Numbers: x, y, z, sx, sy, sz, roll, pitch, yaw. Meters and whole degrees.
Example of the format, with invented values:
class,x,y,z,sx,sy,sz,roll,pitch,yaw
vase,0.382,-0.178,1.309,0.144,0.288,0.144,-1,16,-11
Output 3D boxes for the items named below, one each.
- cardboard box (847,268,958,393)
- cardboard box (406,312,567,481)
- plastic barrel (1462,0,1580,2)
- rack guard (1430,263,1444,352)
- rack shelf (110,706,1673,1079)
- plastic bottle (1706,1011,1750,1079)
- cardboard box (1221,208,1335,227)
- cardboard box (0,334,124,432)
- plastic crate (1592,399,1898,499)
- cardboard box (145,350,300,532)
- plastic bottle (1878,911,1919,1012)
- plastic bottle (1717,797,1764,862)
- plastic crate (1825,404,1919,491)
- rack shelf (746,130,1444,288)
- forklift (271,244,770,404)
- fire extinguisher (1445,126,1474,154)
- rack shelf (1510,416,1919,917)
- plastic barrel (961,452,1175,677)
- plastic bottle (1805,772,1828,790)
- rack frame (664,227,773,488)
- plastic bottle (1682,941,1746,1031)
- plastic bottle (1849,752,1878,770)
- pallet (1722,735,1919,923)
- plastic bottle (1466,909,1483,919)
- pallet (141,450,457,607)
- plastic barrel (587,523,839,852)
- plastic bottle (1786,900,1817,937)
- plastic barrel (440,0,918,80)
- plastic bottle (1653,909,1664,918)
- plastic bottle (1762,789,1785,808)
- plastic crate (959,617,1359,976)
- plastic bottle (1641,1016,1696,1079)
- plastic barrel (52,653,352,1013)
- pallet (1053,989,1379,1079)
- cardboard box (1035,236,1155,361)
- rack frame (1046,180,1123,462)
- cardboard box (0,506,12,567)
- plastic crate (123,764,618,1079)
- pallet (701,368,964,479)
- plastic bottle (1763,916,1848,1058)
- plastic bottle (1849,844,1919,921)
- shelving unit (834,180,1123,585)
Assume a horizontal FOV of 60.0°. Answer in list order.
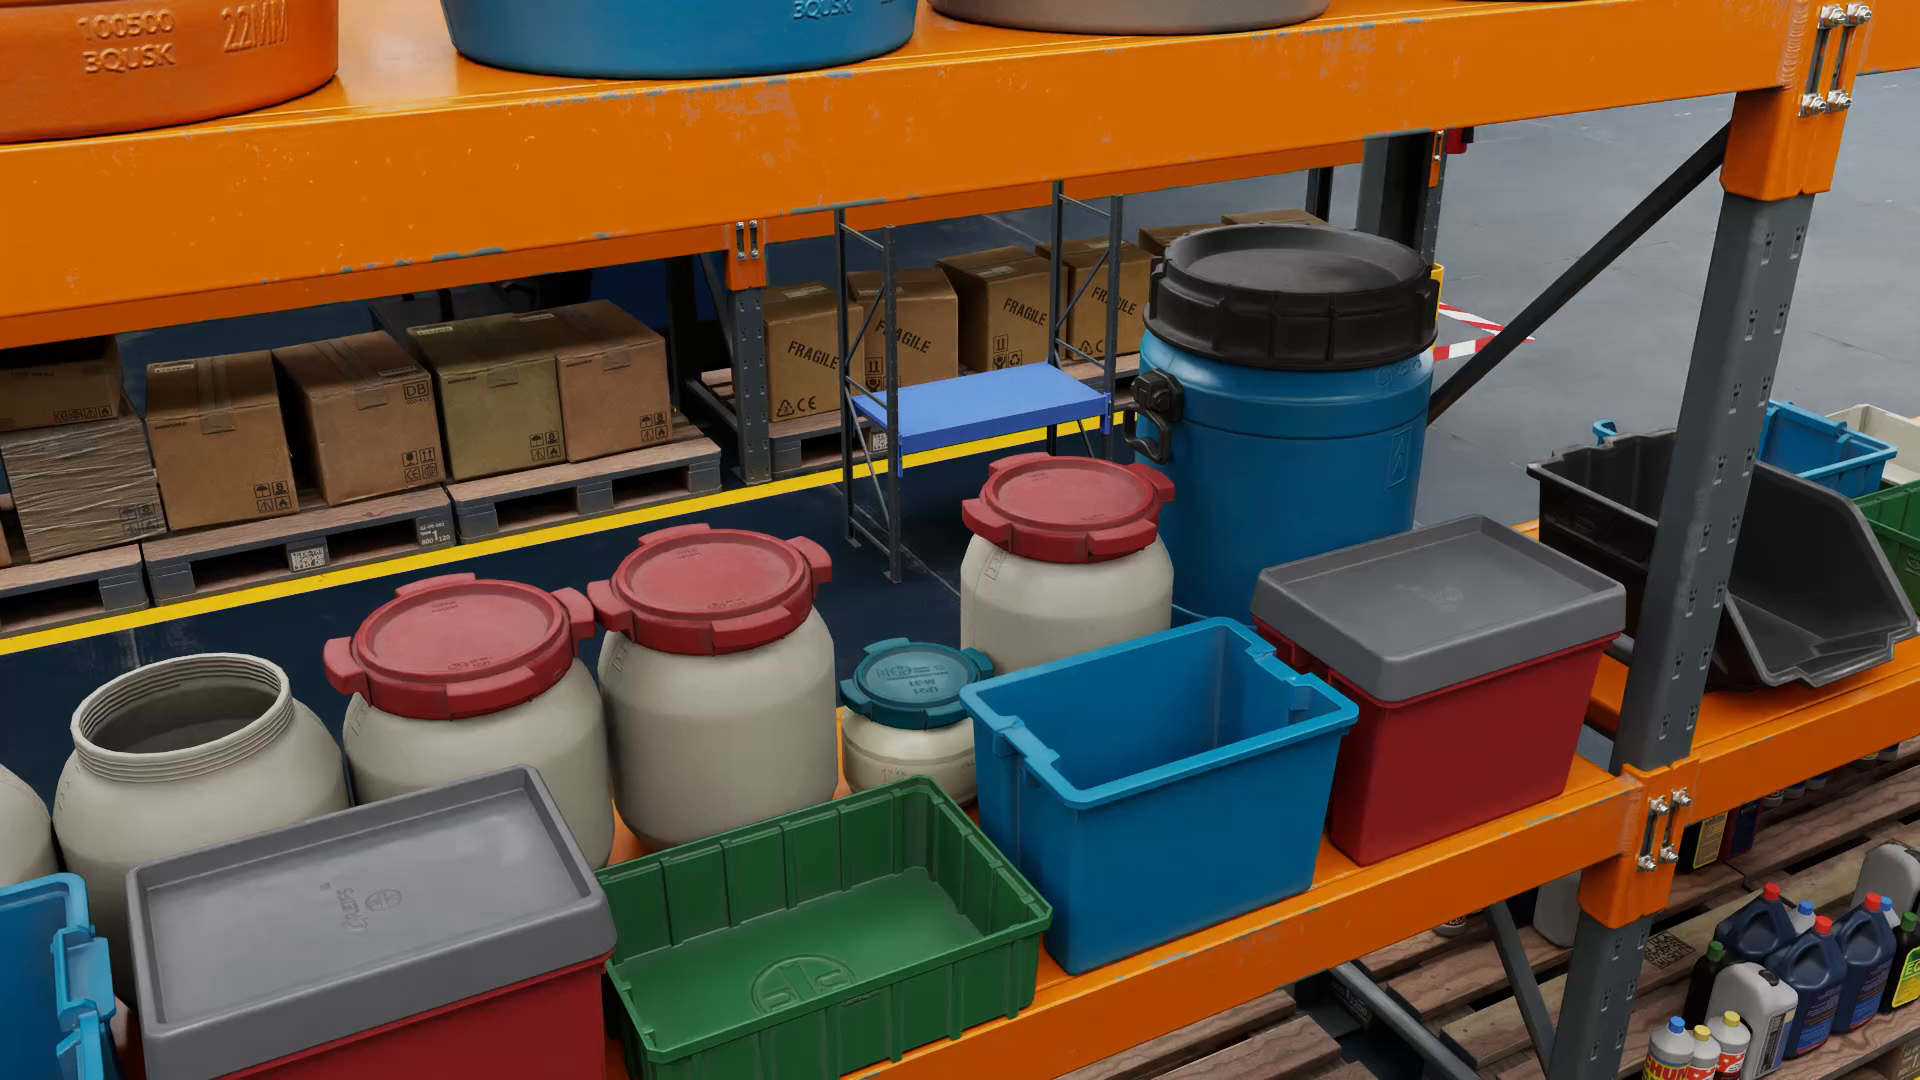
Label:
class,x,y,z,sx,sy,sz,roll,pitch,yaw
cardboard box,-0.298,-1.048,8.370,0.500,0.500,0.500,-4,26,-9
cardboard box,-2.153,-0.664,7.548,0.500,0.500,0.700,-13,29,-25
plastic barrel,0.813,-1.300,2.447,0.708,0.901,0.600,-13,29,-25
rack guard,2.291,-1.472,9.738,0.348,0.500,1.175,-13,29,-25
rack shelf,-0.605,0.824,2.900,4.000,0.370,1.077,-13,29,-25
plastic bottle,1.826,1.216,3.976,0.097,0.201,0.097,0,26,0
cardboard box,1.799,-1.556,9.428,0.500,0.500,0.500,-8,27,-16
cardboard box,-3.660,-0.654,6.660,0.500,0.250,0.500,-10,27,-19
plastic crate,2.008,-0.170,4.310,0.616,0.251,0.499,-13,29,-25
cardboard box,-3.139,-0.436,7.073,0.500,0.500,0.700,-11,28,-21
plastic bottle,2.399,1.056,4.215,0.133,0.283,0.061,-12,28,-23
plastic bottle,2.242,0.781,4.788,0.133,0.283,0.061,-13,29,-25
plastic crate,2.473,-0.217,4.540,0.437,0.136,0.530,-13,29,-25
rack shelf,0.593,-1.883,8.537,4.000,0.370,1.077,-13,29,-25
forklift,-2.575,-2.191,8.427,3.031,2.935,1.130,-14,29,-26
fire extinguisher,2.676,-2.427,8.928,0.183,0.674,0.296,-13,29,-25
rack shelf,2.924,0.009,4.597,4.000,0.370,1.077,-13,29,-25
plastic barrel,0.212,0.142,3.332,0.433,0.535,0.433,0,26,0
plastic bottle,2.640,0.629,5.118,0.097,0.271,0.097,0,26,0
rack frame,-1.171,-1.800,7.533,0.127,3.000,1.000,-13,29,-25
plastic bottle,1.869,1.104,4.115,0.133,0.283,0.061,-13,29,-25
plastic bottle,2.851,0.612,5.235,0.097,0.201,0.097,0,26,0
pallet,2.849,0.978,4.969,1.213,0.211,1.003,-13,29,-25
plastic bottle,1.429,0.894,4.552,0.133,0.283,0.061,-11,28,-23
pallet,-2.935,-0.133,7.284,1.213,0.211,1.003,-13,29,-25
plastic barrel,-0.435,0.291,3.021,0.433,0.535,0.433,0,26,0
plastic bottle,2.138,1.042,4.258,0.097,0.271,0.097,0,26,0
plastic barrel,-0.341,-1.033,1.892,0.708,0.901,0.600,-13,29,-25
plastic bottle,1.853,0.893,4.564,0.135,0.276,0.152,-13,29,-25
plastic bottle,2.464,0.701,5.049,0.097,0.201,0.097,0,26,0
plastic crate,0.332,0.443,2.881,0.575,0.384,0.392,-13,29,-25
plastic bottle,1.647,1.226,3.875,0.097,0.271,0.097,0,26,0
plastic barrel,-1.191,0.479,2.657,0.421,0.512,0.421,0,26,0
pallet,0.485,1.524,3.832,1.213,0.211,1.003,-13,29,-25
cardboard box,0.727,-1.301,8.897,0.500,0.500,0.500,-10,27,-20
rack frame,0.524,-0.797,7.177,0.032,1.500,0.500,-13,29,-25
cardboard box,-4.119,-0.200,6.582,0.500,0.500,0.700,-15,29,-28
plastic crate,-0.800,0.666,2.324,0.583,0.464,0.402,-13,29,-25
pallet,-0.595,-0.693,8.449,1.213,0.211,1.003,-13,29,-25
plastic bottle,2.067,1.082,4.083,0.185,0.351,0.144,-12,28,-24
plastic bottle,2.517,0.939,4.467,0.135,0.276,0.152,-13,29,-25
shelving unit,0.075,-0.693,6.962,1.048,1.500,0.538,-13,29,-25
